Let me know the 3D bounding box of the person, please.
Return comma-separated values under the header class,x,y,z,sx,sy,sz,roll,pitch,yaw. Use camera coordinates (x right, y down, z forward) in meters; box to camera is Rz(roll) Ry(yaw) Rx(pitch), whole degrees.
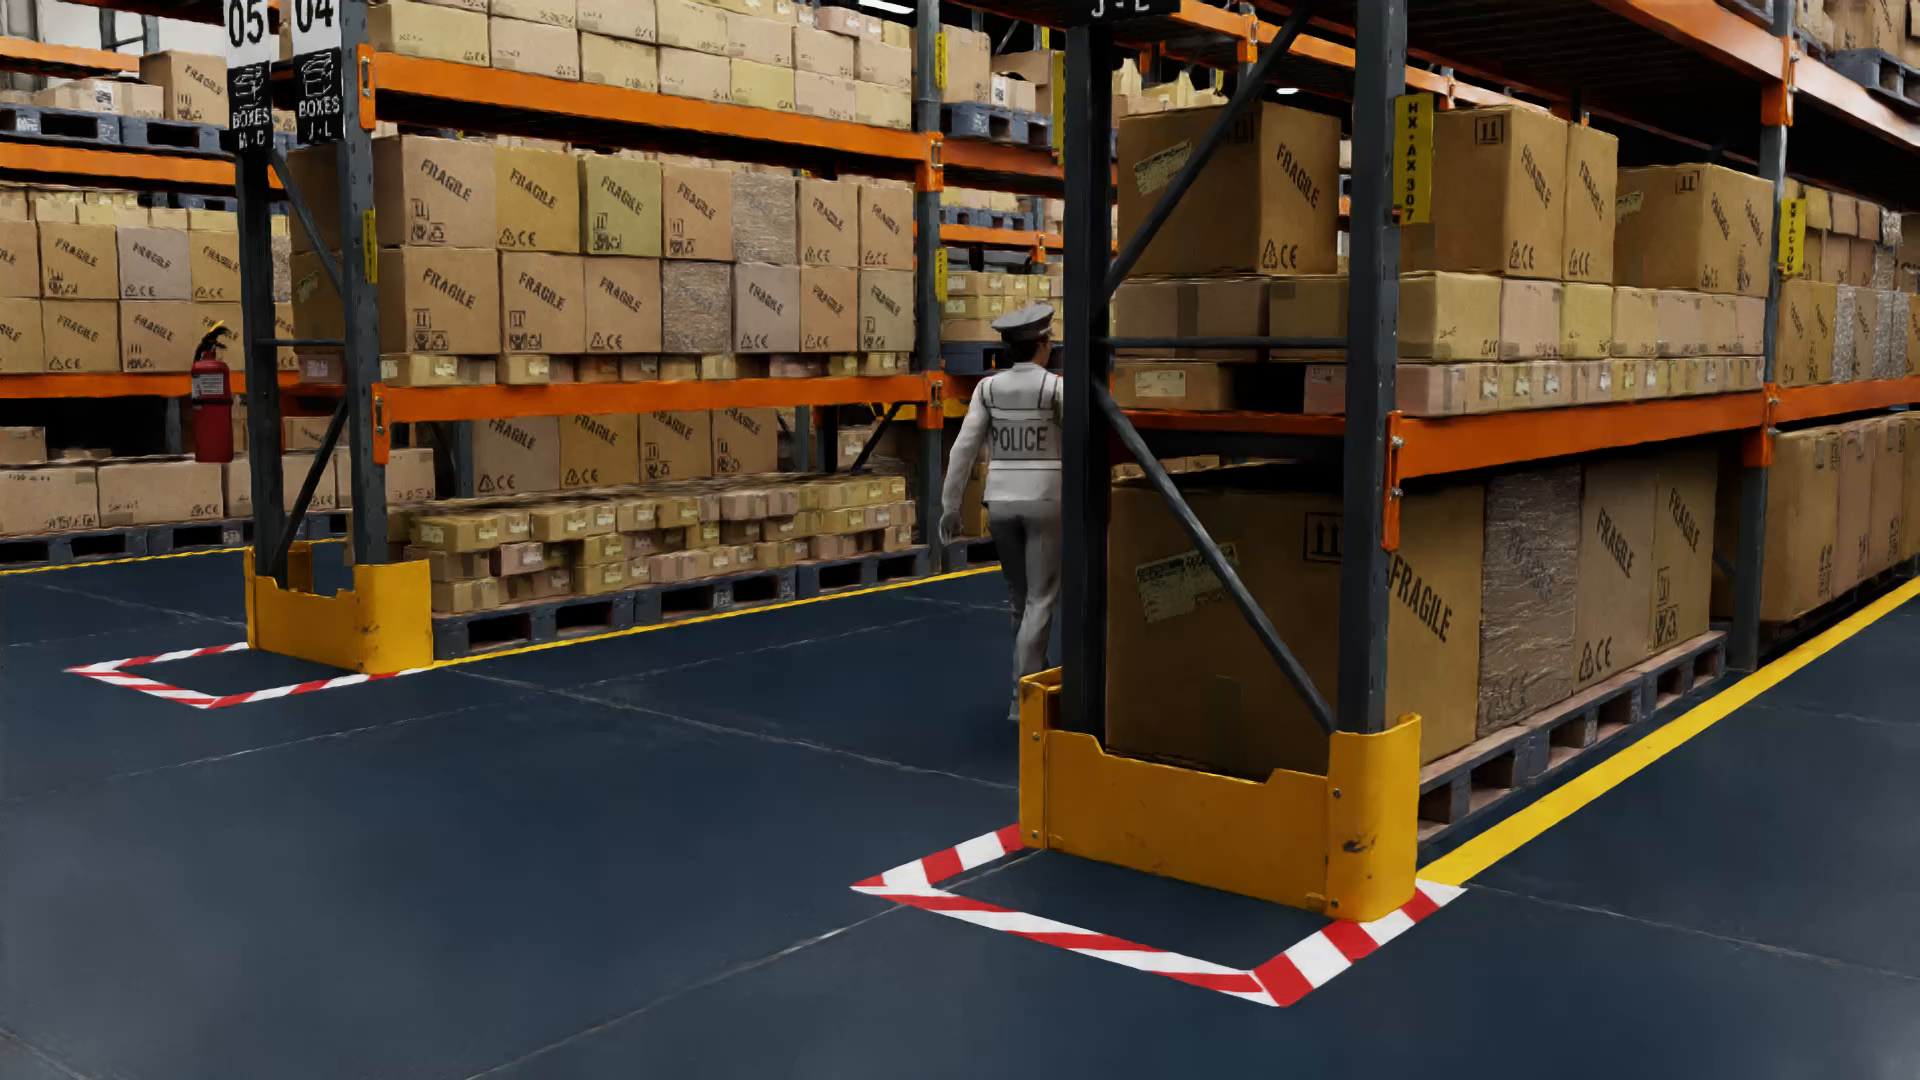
class,x,y,z,sx,sy,sz,roll,pitch,yaw
person,0.294,-0.131,6.808,0.666,1.664,0.851,3,7,25
